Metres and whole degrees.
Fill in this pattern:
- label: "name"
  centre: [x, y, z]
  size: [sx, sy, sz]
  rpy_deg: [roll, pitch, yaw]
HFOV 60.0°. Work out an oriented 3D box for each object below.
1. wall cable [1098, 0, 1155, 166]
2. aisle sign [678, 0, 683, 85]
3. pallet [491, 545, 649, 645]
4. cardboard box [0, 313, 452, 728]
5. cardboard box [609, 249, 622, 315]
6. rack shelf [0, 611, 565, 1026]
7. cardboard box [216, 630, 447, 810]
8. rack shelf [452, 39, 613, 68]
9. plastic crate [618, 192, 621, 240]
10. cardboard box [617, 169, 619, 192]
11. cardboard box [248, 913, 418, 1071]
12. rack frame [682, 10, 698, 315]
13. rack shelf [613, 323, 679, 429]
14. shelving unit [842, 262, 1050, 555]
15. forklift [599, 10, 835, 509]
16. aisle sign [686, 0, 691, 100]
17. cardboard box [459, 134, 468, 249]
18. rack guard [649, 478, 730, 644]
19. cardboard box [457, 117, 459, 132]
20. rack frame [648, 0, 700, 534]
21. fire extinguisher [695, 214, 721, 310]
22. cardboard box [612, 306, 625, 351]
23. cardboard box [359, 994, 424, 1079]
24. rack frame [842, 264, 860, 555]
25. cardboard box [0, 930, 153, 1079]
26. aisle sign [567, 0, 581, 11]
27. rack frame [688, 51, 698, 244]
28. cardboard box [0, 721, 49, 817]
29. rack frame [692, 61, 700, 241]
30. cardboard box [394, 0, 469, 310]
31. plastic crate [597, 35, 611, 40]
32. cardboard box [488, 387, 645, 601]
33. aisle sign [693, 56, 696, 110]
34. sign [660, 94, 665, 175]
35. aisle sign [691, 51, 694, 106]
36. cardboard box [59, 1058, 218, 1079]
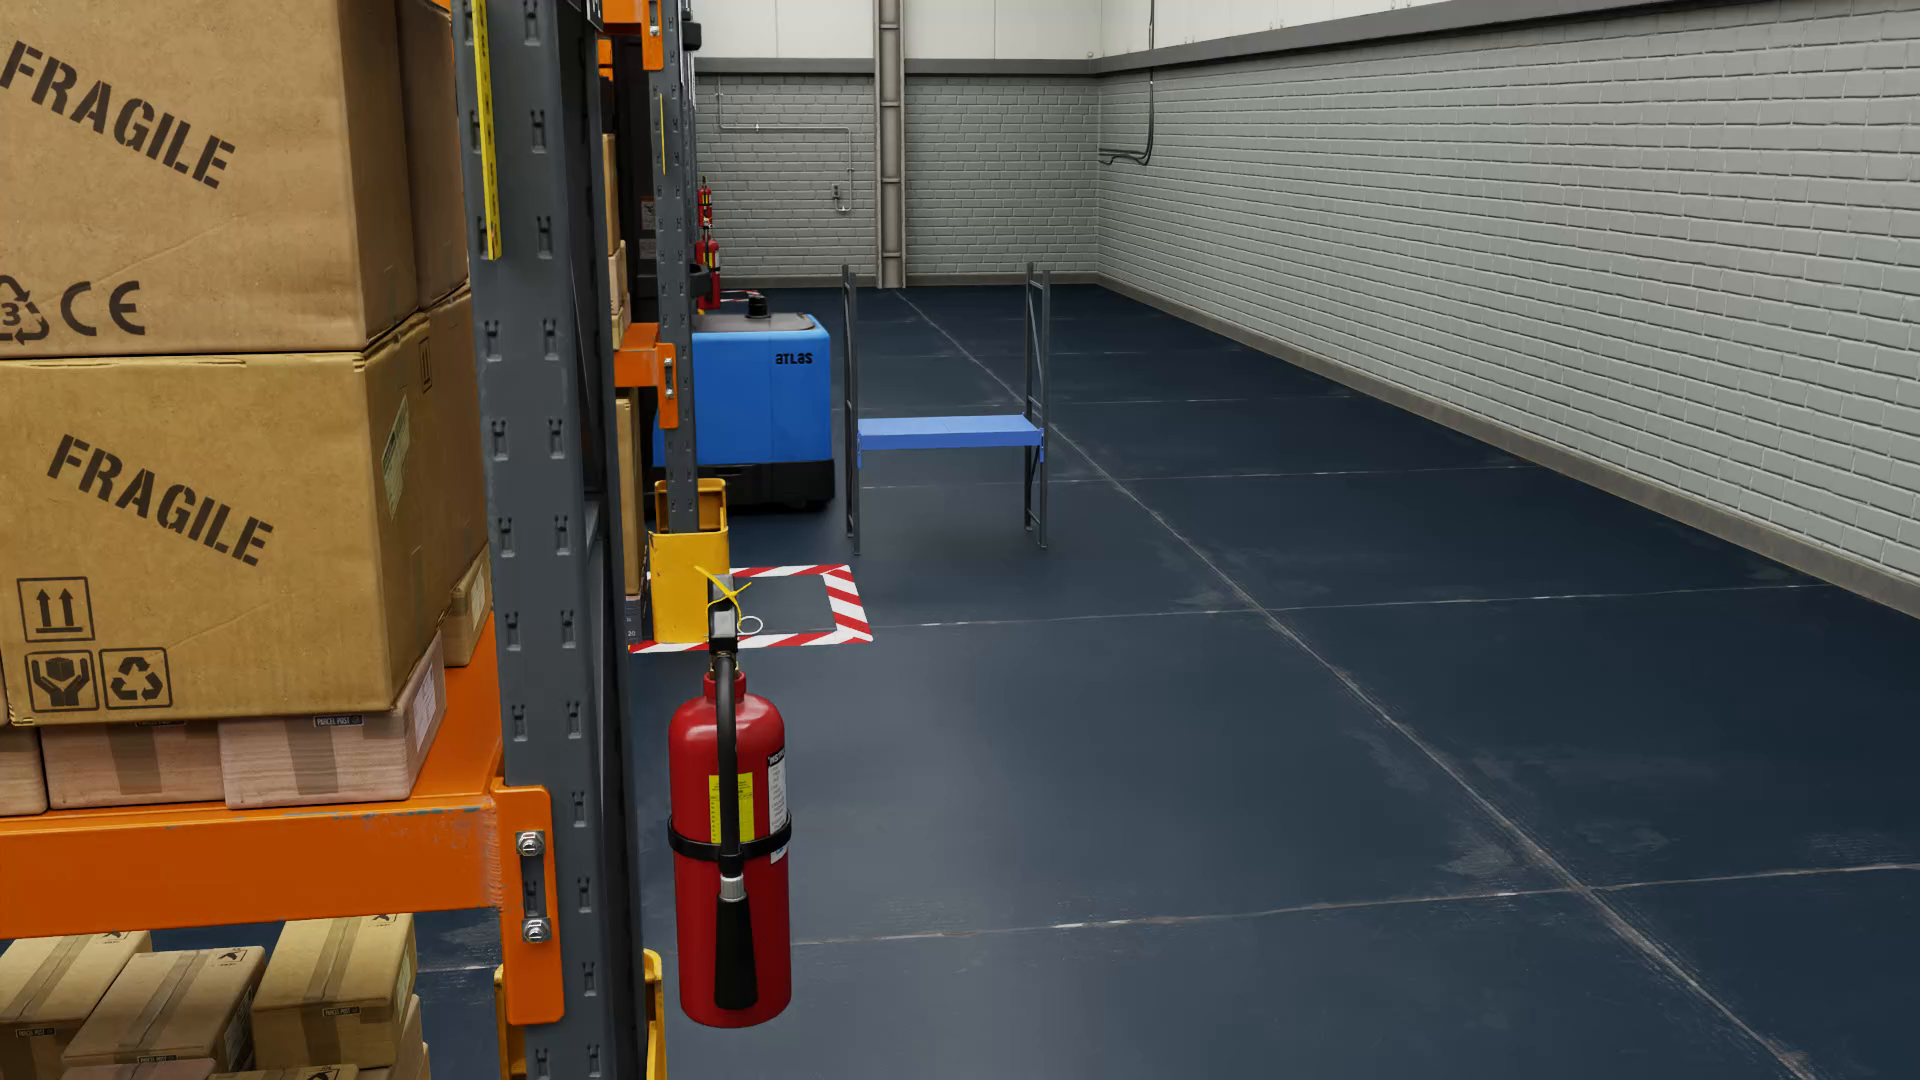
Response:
- label: "wall cable"
  centre: [2.133, -6.234, 21.962]
  size: [0.112, 2.526, 3.097]
  rpy_deg: [-2, 14, -8]
- label: "aisle sign"
  centre: [-1.183, -2.328, 6.993]
  size: [0.004, 0.787, 0.394]
  rpy_deg: [-2, 14, -8]
- label: "pallet"
  centre: [-2.078, 0.264, 7.735]
  size: [1.213, 0.211, 1.003]
  rpy_deg: [-2, 14, -8]
- label: "cardboard box"
  centre: [-1.066, -0.054, 2.455]
  size: [0.500, 0.500, 0.500]
  rpy_deg: [-2, 14, -7]
- label: "cardboard box"
  centre: [-1.739, -1.127, 7.244]
  size: [0.500, 0.250, 0.500]
  rpy_deg: [-2, 14, -9]
- label: "rack shelf"
  centre: [-2.638, 0.482, 2.613]
  size: [4.000, 0.370, 1.077]
  rpy_deg: [-2, 14, -8]
- label: "cardboard box"
  centre: [-0.941, 0.262, 2.527]
  size: [0.250, 0.149, 0.380]
  rpy_deg: [-2, 14, -8]
- label: "rack shelf"
  centre: [-4.015, -3.361, 11.771]
  size: [4.000, 0.370, 1.077]
  rpy_deg: [-2, 14, -8]
- label: "plastic crate"
  centre: [-2.340, -2.317, 12.098]
  size: [0.499, 0.435, 0.616]
  rpy_deg: [-2, 14, -8]
- label: "cardboard box"
  centre: [-3.174, -3.486, 16.751]
  size: [0.500, 0.500, 0.500]
  rpy_deg: [-2, 14, -7]
- label: "cardboard box"
  centre: [-1.229, 0.888, 3.288]
  size: [0.250, 0.149, 0.380]
  rpy_deg: [-3, 14, -11]
- label: "rack frame"
  centre: [-2.037, -2.328, 12.337]
  size: [0.127, 3.000, 1.000]
  rpy_deg: [-2, 14, -8]
- label: "rack shelf"
  centre: [-3.277, -0.715, 7.385]
  size: [4.000, 0.370, 1.077]
  rpy_deg: [-2, 14, -8]
- label: "shelving unit"
  centre: [-0.084, -0.724, 9.027]
  size: [1.048, 1.500, 0.538]
  rpy_deg: [-2, 14, -8]
- label: "forklift"
  centre: [-2.317, -1.647, 9.764]
  size: [3.031, 2.935, 1.130]
  rpy_deg: [-3, 14, -10]
- label: "aisle sign"
  centre: [-1.922, -3.521, 11.751]
  size: [0.004, 0.787, 0.394]
  rpy_deg: [-2, 14, -8]
- label: "cardboard box"
  centre: [-2.309, -1.601, 7.595]
  size: [0.500, 0.500, 0.500]
  rpy_deg: [-2, 14, -10]
- label: "rack guard"
  centre: [-1.275, 0.075, 7.894]
  size: [0.348, 0.500, 1.175]
  rpy_deg: [-2, 14, -8]
- label: "cardboard box"
  centre: [-4.690, -3.914, 16.400]
  size: [0.500, 0.500, 0.500]
  rpy_deg: [-2, 14, -7]
- label: "rack frame"
  centre: [-1.299, -1.136, 7.587]
  size: [0.127, 3.000, 1.000]
  rpy_deg: [-2, 14, -8]
- label: "fire extinguisher"
  centre: [-1.820, -2.006, 11.978]
  size: [0.183, 0.674, 0.296]
  rpy_deg: [-2, 14, -8]
- label: "cardboard box"
  centre: [-1.602, -0.922, 7.250]
  size: [0.250, 0.149, 0.380]
  rpy_deg: [-2, 14, -7]
- label: "cardboard box"
  centre: [-1.217, 1.052, 3.245]
  size: [0.250, 0.149, 0.380]
  rpy_deg: [-1, 14, -6]
- label: "rack frame"
  centre: [-0.587, -0.706, 8.954]
  size: [0.032, 1.500, 0.500]
  rpy_deg: [-2, 14, -8]
- label: "cardboard box"
  centre: [-1.752, 0.905, 3.220]
  size: [0.250, 0.149, 0.380]
  rpy_deg: [-2, 14, -8]
- label: "aisle sign"
  centre: [-0.543, -1.131, 2.221]
  size: [0.004, 0.787, 0.394]
  rpy_deg: [-2, 14, -8]
- label: "rack frame"
  centre: [-2.771, -3.519, 17.089]
  size: [0.127, 3.000, 1.000]
  rpy_deg: [-2, 14, -8]
- label: "cardboard box"
  centre: [-1.438, 0.275, 2.477]
  size: [0.250, 0.149, 0.380]
  rpy_deg: [-2, 14, -9]
- label: "rack frame"
  centre: [-3.513, -4.711, 21.840]
  size: [0.127, 3.000, 1.000]
  rpy_deg: [-2, 14, -8]
- label: "cardboard box"
  centre: [-1.144, -0.665, 2.835]
  size: [0.500, 0.500, 0.500]
  rpy_deg: [-2, 14, -9]
- label: "plastic crate"
  centre: [-2.459, -3.772, 12.200]
  size: [0.590, 0.269, 0.497]
  rpy_deg: [-2, 14, -8]
- label: "cardboard box"
  centre: [-1.920, -0.267, 7.625]
  size: [0.875, 0.875, 0.875]
  rpy_deg: [-2, 14, -8]
- label: "aisle sign"
  centre: [-3.397, -5.902, 21.246]
  size: [0.004, 0.787, 0.394]
  rpy_deg: [-2, 14, -8]
- label: "sign"
  centre: [-1.232, -1.682, 6.895]
  size: [0.005, 0.325, 0.100]
  rpy_deg: [-2, 14, -8]
- label: "aisle sign"
  centre: [-2.658, -4.709, 16.489]
  size: [0.004, 0.787, 0.394]
  rpy_deg: [-2, 14, -8]
- label: "cardboard box"
  centre: [-1.403, 1.026, 2.737]
  size: [0.250, 0.149, 0.380]
  rpy_deg: [-2, 14, -7]
